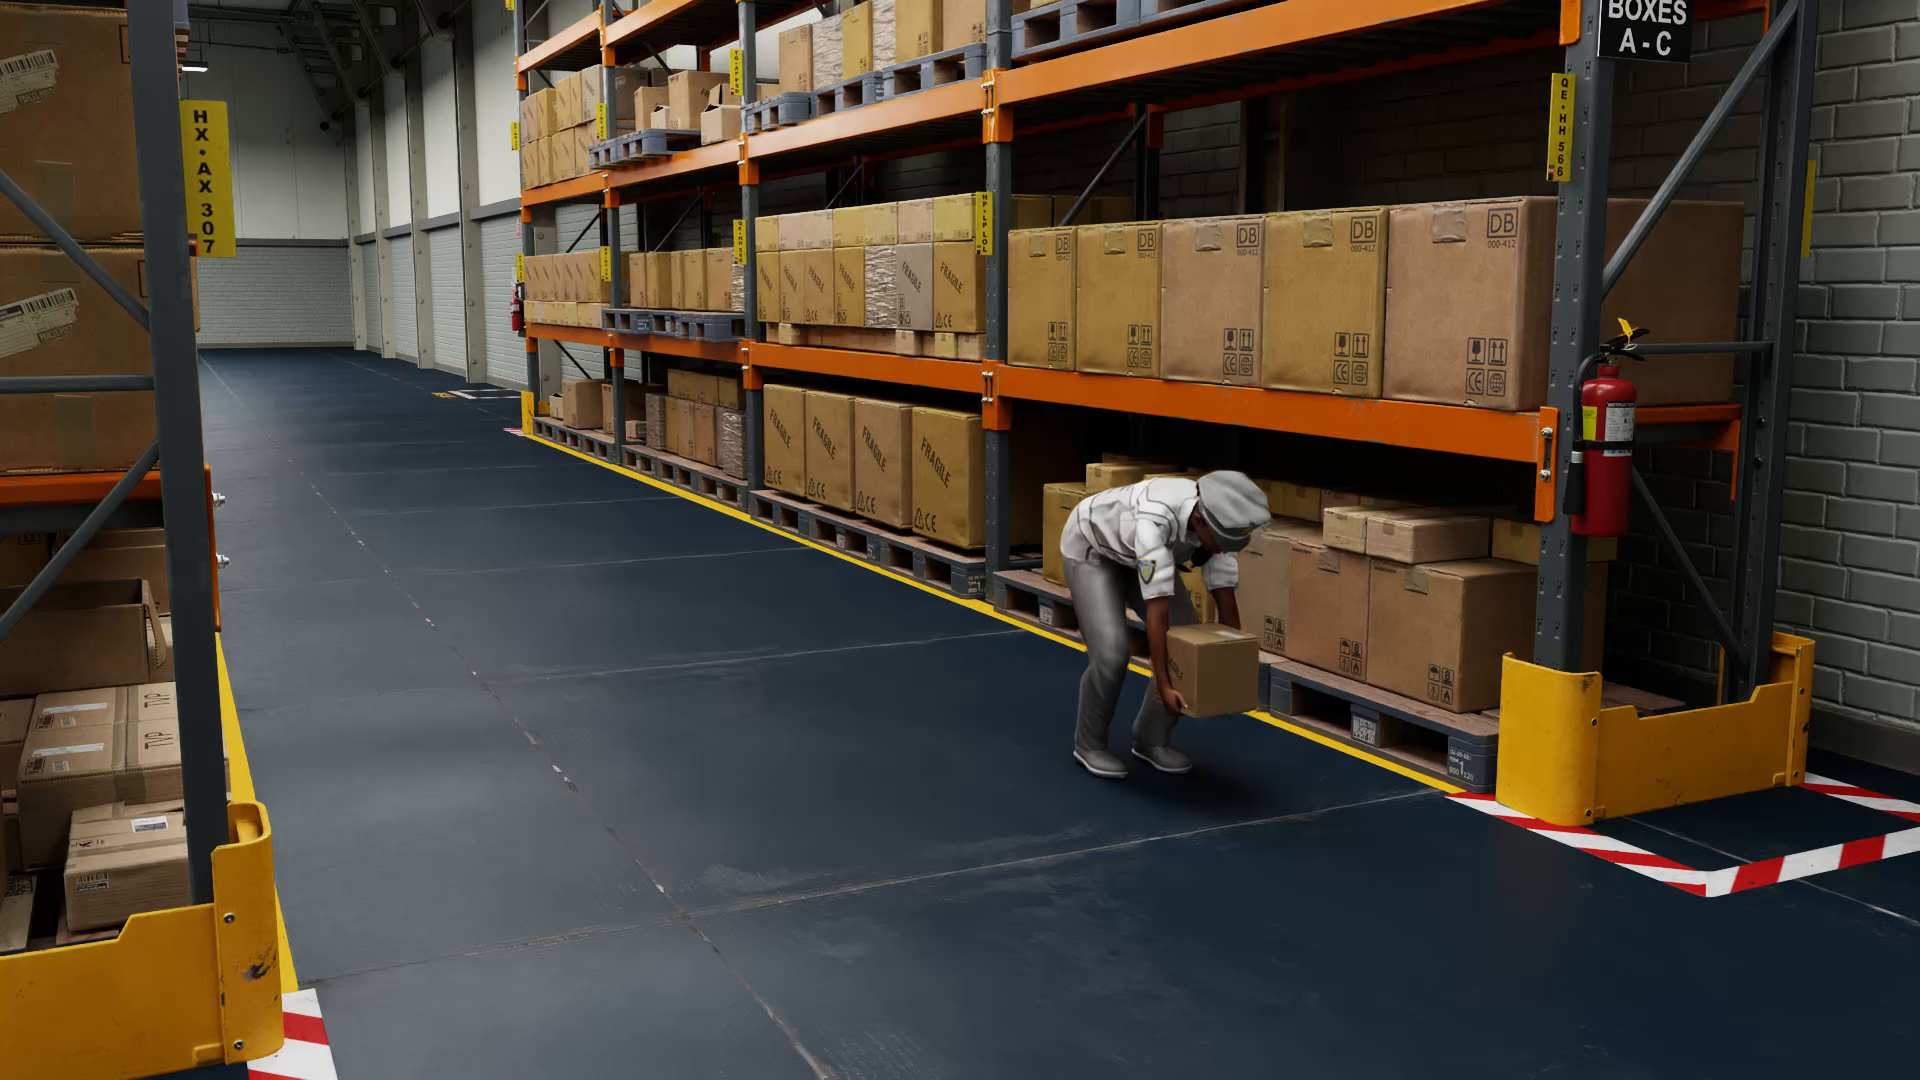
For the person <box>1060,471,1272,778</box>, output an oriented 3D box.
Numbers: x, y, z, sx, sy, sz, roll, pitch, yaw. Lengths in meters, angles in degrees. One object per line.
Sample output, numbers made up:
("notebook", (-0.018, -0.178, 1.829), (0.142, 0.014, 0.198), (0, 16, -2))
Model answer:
("person", (0.698, 0.291, 5.756), (0.439, 1.120, 0.929), (-5, 10, -29))
